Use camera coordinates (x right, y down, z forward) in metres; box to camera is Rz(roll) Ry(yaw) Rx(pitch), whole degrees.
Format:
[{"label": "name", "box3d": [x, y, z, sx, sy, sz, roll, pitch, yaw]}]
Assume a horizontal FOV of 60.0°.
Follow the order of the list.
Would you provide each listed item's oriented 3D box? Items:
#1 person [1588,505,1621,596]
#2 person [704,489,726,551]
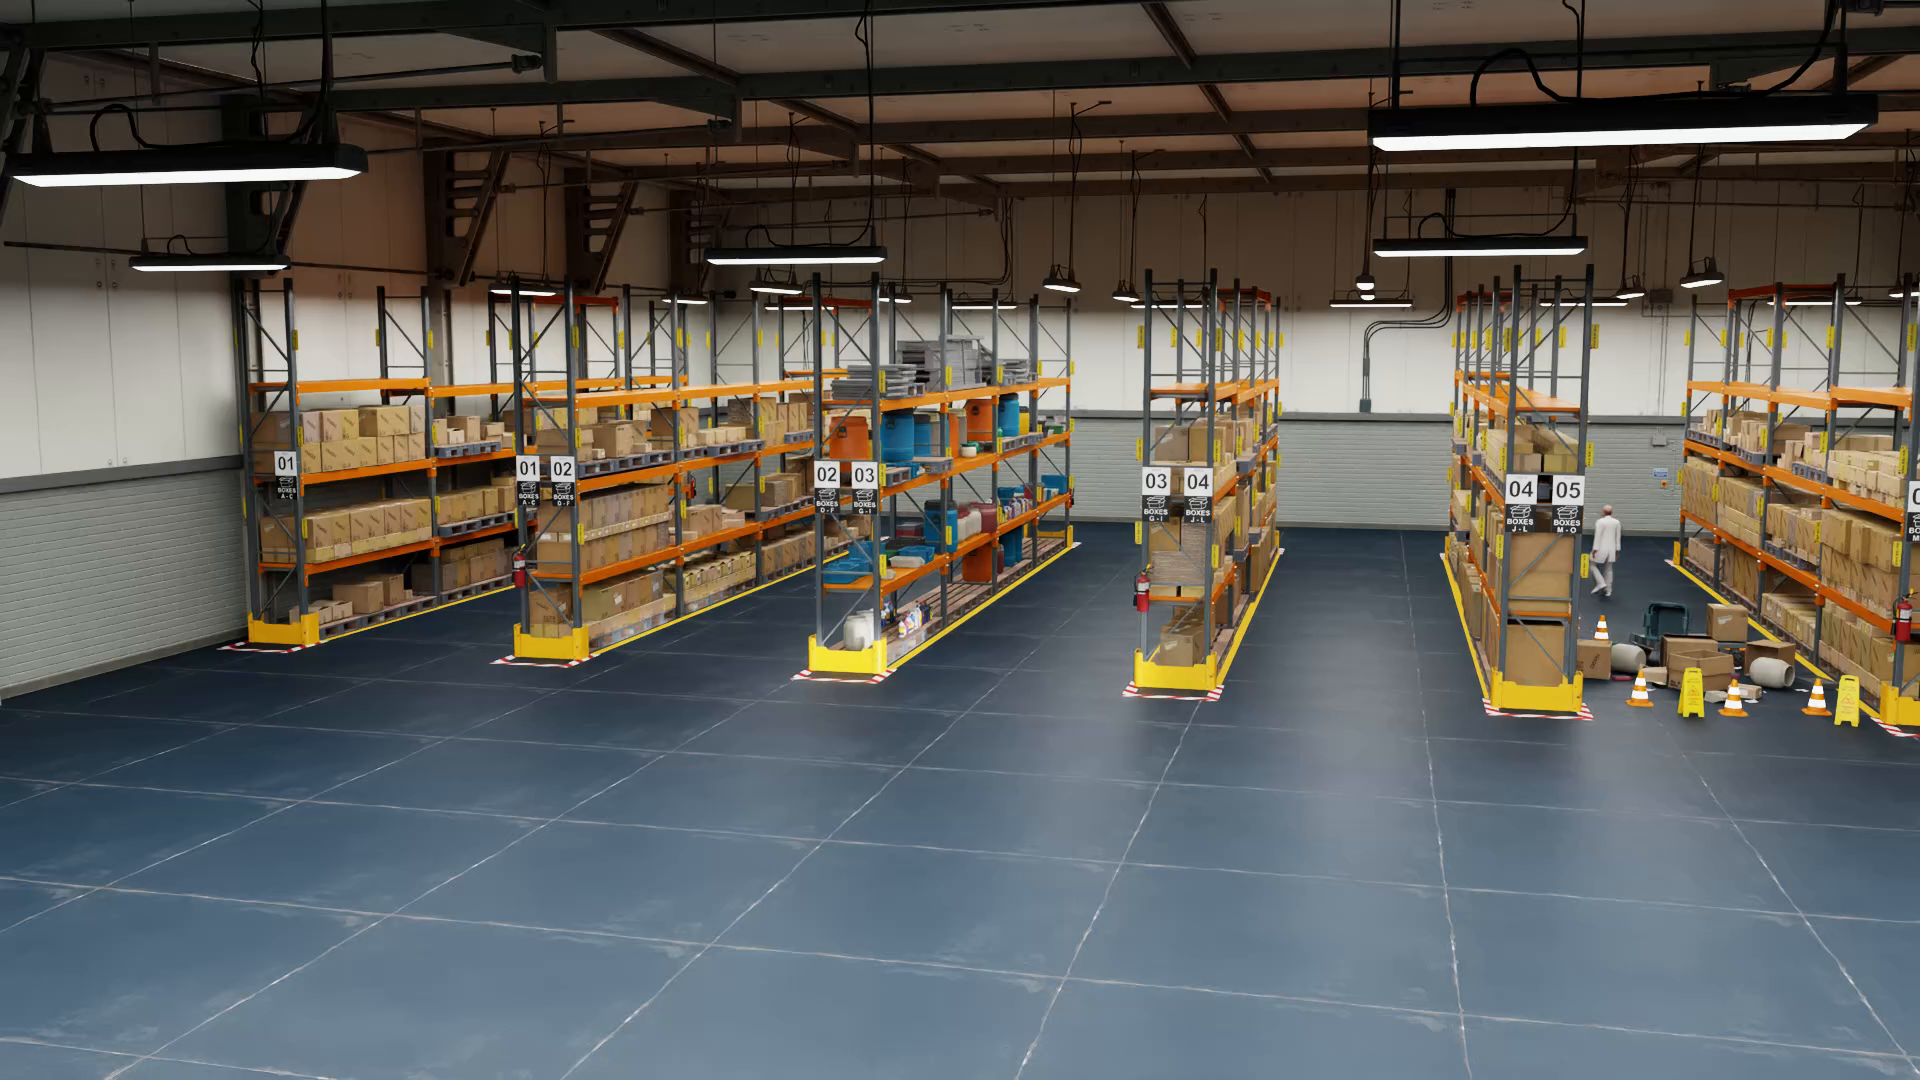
[{"label": "person", "box3d": [12.685, 0.204, 32.658, 0.638, 1.779, 0.532, -2, 7, -14]}, {"label": "person", "box3d": [-5.476, -0.298, 37.038, 0.565, 1.719, 0.460, 2, 7, 18]}]
